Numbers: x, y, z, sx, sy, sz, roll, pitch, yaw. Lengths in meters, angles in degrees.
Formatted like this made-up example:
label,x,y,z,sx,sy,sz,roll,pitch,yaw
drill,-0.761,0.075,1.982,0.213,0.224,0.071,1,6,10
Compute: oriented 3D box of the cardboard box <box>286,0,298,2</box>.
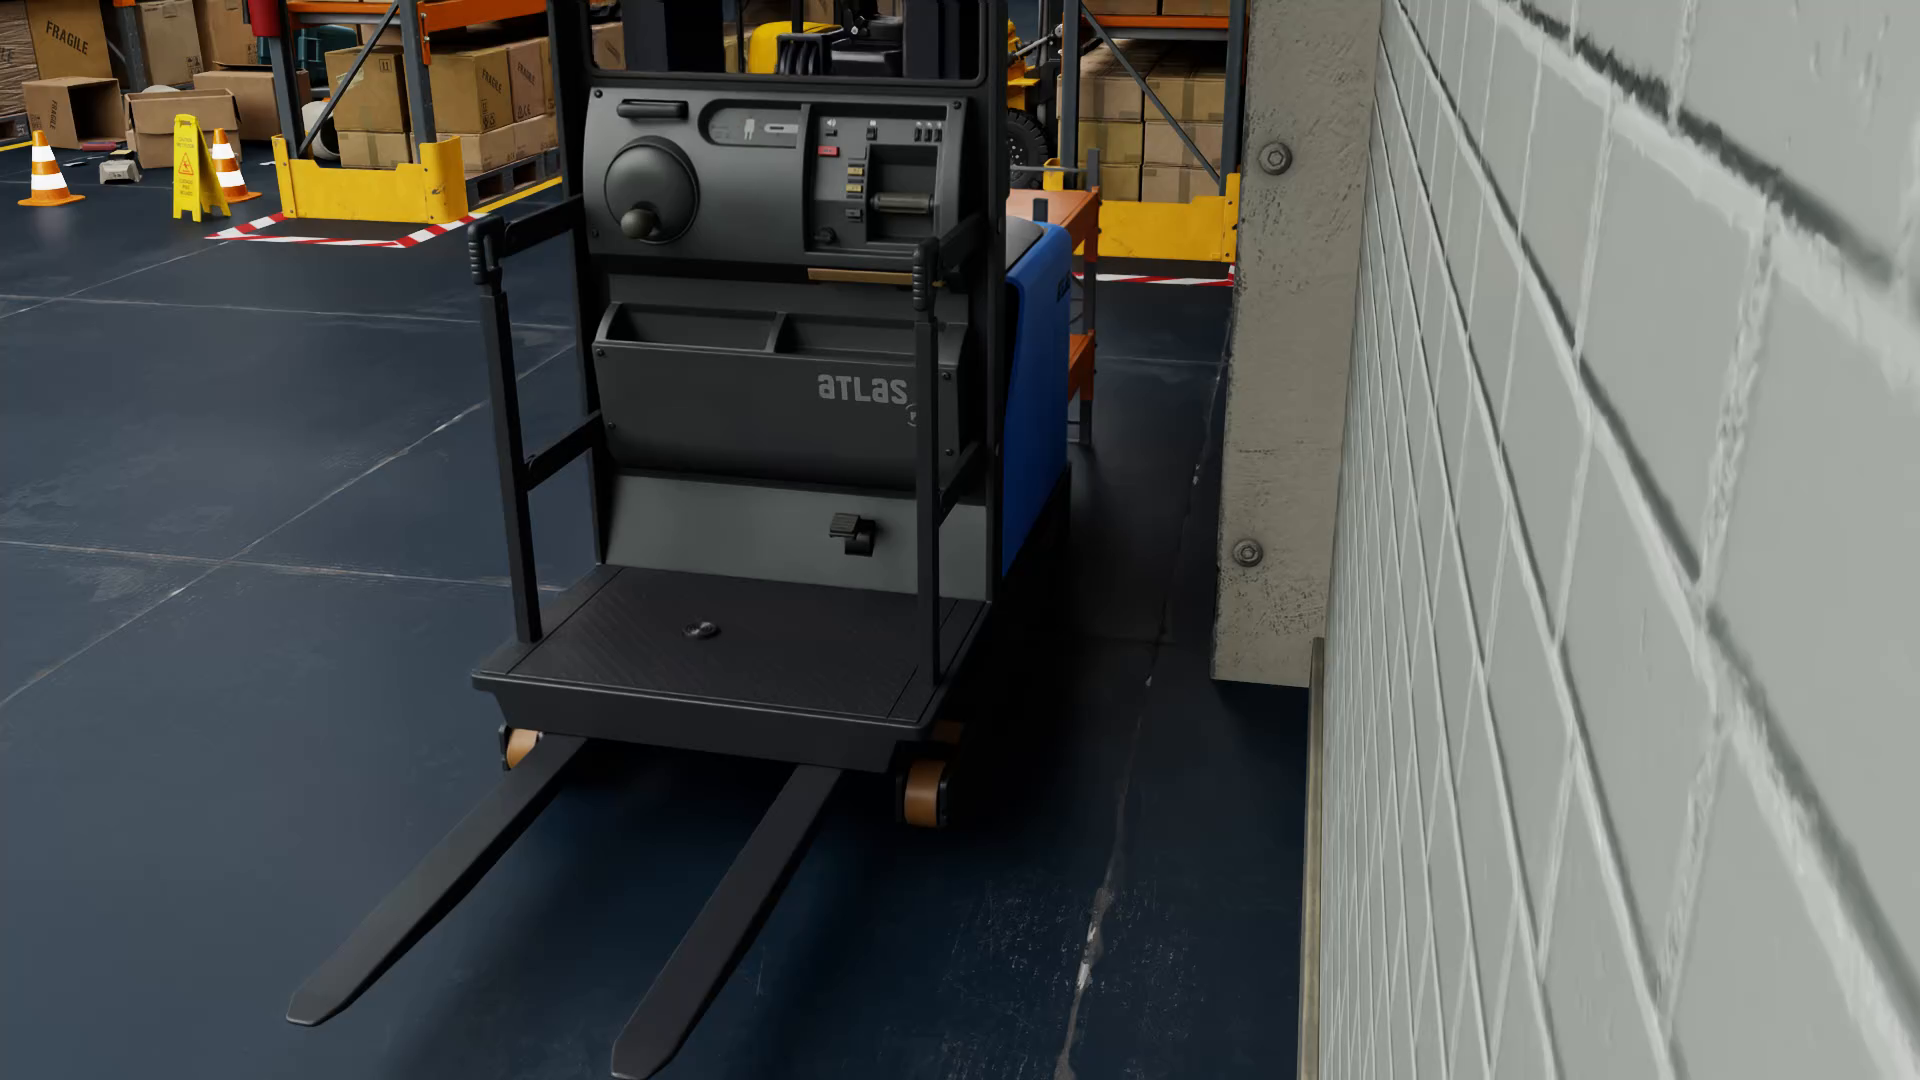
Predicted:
label,x,y,z,sx,sy,sz,roll,pitch,yaw
cardboard box,-7.403,-5.338,17.221,1.050,0.750,0.750,5,22,12

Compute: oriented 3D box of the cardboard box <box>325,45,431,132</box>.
label,x,y,z,sx,sy,sz,roll,pitch,yaw
cardboard box,-3.874,-3.036,11.172,0.500,0.500,0.500,5,22,11

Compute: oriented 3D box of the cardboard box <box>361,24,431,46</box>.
label,x,y,z,sx,sy,sz,roll,pitch,yaw
cardboard box,-3.865,-3.477,11.396,0.380,0.149,0.250,5,22,12

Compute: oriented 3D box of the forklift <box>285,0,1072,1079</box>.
label,x,y,z,sx,sy,sz,roll,pitch,yaw
forklift,-0.489,-0.843,3.704,1.130,2.935,3.031,5,23,13

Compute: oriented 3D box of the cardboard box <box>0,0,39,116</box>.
label,x,y,z,sx,sy,sz,roll,pitch,yaw
cardboard box,-8.209,-3.914,13.518,0.875,0.875,0.875,5,22,11

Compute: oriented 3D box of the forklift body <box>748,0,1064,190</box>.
label,x,y,z,sx,sy,sz,roll,pitch,yaw
forklift body,-0.321,-3.518,11.389,2.313,2.155,1.214,4,22,11

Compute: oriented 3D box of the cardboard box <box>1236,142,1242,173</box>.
label,x,y,z,sx,sy,sz,roll,pitch,yaw
cardboard box,1.499,-2.346,10.461,0.500,0.250,0.500,5,22,11

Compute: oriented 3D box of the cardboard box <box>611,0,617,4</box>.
label,x,y,z,sx,sy,sz,roll,pitch,yaw
cardboard box,-5.378,-8.120,24.934,0.380,0.149,0.250,4,22,11

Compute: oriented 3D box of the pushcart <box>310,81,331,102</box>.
label,x,y,z,sx,sy,sz,roll,pitch,yaw
pushcart,-5.208,-3.858,14.608,1.648,0.377,0.936,-3,22,-8

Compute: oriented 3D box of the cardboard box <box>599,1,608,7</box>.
label,x,y,z,sx,sy,sz,roll,pitch,yaw
cardboard box,-5.407,-7.931,24.464,0.380,0.149,0.250,3,22,9

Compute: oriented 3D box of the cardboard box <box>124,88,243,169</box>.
label,x,y,z,sx,sy,sz,roll,pitch,yaw
cardboard box,-5.902,-3.134,12.640,0.797,0.503,0.637,-11,25,-26

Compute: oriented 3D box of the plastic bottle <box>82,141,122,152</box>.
label,x,y,z,sx,sy,sz,roll,pitch,yaw
plastic bottle,-6.806,-3.129,13.222,0.283,0.061,0.133,-3,22,-8

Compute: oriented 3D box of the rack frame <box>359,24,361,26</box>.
label,x,y,z,sx,sy,sz,roll,pitch,yaw
rack frame,-7.016,-6.722,18.209,1.000,3.000,0.127,4,22,11

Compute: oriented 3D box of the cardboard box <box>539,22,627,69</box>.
label,x,y,z,sx,sy,sz,roll,pitch,yaw
cardboard box,-2.926,-3.763,12.977,0.500,0.500,0.500,5,22,12

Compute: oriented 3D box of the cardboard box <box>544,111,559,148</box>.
label,x,y,z,sx,sy,sz,roll,pitch,yaw
cardboard box,-3.136,-3.036,12.175,0.500,0.250,0.500,6,23,15

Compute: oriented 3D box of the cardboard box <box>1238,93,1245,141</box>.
label,x,y,z,sx,sy,sz,roll,pitch,yaw
cardboard box,1.586,-2.758,10.816,0.500,0.250,0.500,5,22,12

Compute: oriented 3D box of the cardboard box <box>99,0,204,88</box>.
label,x,y,z,sx,sy,sz,roll,pitch,yaw
cardboard box,-7.794,-4.645,15.500,1.050,0.750,0.750,4,22,11

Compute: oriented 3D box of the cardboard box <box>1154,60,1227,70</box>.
label,x,y,z,sx,sy,sz,roll,pitch,yaw
cardboard box,1.460,-2.807,10.267,0.500,0.250,0.500,4,22,11

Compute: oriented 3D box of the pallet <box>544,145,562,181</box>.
label,x,y,z,sx,sy,sz,roll,pitch,yaw
pallet,-3.315,-2.930,12.525,1.003,0.211,1.213,4,22,11

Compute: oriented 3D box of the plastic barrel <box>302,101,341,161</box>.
label,x,y,z,sx,sy,sz,roll,pitch,yaw
plastic barrel,-4.843,-3.132,12.743,0.421,0.421,0.512,-16,27,-35

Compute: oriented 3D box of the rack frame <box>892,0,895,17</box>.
label,x,y,z,sx,sy,sz,roll,pitch,yaw
rack frame,-1.333,-7.845,20.997,1.000,3.000,0.127,4,22,11

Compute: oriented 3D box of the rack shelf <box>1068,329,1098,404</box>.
label,x,y,z,sx,sy,sz,roll,pitch,yaw
rack shelf,0.146,-0.511,5.950,0.538,0.278,1.000,5,23,13

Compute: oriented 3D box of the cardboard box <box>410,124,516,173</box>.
label,x,y,z,sx,sy,sz,roll,pitch,yaw
cardboard box,-3.347,-2.649,11.215,0.500,0.250,0.500,4,22,10

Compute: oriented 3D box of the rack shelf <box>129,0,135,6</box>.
label,x,y,z,sx,sy,sz,roll,pitch,yaw
rack shelf,-7.424,-5.657,16.528,1.077,0.370,4.000,4,22,11

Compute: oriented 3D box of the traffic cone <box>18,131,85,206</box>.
label,x,y,z,sx,sy,sz,roll,pitch,yaw
traffic cone,-6.113,-2.495,11.109,0.336,0.463,0.334,4,22,11

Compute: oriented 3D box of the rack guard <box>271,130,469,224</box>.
label,x,y,z,sx,sy,sz,roll,pitch,yaw
rack guard,-3.766,-2.324,10.636,1.175,0.500,0.348,4,22,11

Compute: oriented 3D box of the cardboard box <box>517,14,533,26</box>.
label,x,y,z,sx,sy,sz,roll,pitch,yaw
cardboard box,-3.538,-4.063,12.852,0.380,0.149,0.250,5,23,13

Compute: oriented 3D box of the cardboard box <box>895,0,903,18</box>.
label,x,y,z,sx,sy,sz,roll,pitch,yaw
cardboard box,-1.100,-7.073,21.947,0.875,0.438,0.875,4,22,10

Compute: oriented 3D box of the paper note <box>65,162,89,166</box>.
label,x,y,z,sx,sy,sz,roll,pitch,yaw
paper note,-6.675,-2.847,12.564,0.144,0.017,0.142,13,25,29

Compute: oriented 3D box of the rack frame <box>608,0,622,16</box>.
label,x,y,z,sx,sy,sz,roll,pitch,yaw
rack frame,-2.966,-4.919,13.732,1.000,3.000,0.127,4,22,11

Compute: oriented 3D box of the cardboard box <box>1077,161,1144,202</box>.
label,x,y,z,sx,sy,sz,roll,pitch,yaw
cardboard box,0.865,-2.194,10.085,0.500,0.250,0.500,5,22,11

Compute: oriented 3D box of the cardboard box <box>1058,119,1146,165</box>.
label,x,y,z,sx,sy,sz,roll,pitch,yaw
cardboard box,0.871,-2.432,10.006,0.500,0.250,0.500,4,22,10

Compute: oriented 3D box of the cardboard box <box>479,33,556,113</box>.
label,x,y,z,sx,sy,sz,roll,pitch,yaw
cardboard box,-3.130,-3.380,12.026,0.500,0.500,0.500,5,22,12

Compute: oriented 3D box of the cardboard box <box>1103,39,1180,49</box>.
label,x,y,z,sx,sy,sz,roll,pitch,yaw
cardboard box,1.284,-3.403,11.748,0.500,0.250,0.500,5,23,13

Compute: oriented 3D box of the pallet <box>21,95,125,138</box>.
label,x,y,z,sx,sy,sz,roll,pitch,yaw
pallet,-8.064,-3.694,14.422,1.003,0.211,1.213,4,22,11

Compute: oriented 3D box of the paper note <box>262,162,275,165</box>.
label,x,y,z,sx,sy,sz,roll,pitch,yaw
paper note,-5.218,-2.870,12.634,0.148,0.019,0.142,13,25,29

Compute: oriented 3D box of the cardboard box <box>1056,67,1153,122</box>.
label,x,y,z,sx,sy,sz,roll,pitch,yaw
cardboard box,0.867,-2.655,9.889,0.500,0.250,0.500,5,23,13

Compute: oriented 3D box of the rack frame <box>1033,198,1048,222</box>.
label,x,y,z,sx,sy,sz,roll,pitch,yaw
rack frame,0.027,-0.553,5.400,0.500,1.125,0.032,5,23,13

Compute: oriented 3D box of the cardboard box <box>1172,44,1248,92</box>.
label,x,y,z,sx,sy,sz,roll,pitch,yaw
cardboard box,1.684,-3.176,11.183,0.500,0.250,0.500,4,22,10

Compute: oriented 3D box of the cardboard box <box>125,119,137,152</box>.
label,x,y,z,sx,sy,sz,roll,pitch,yaw
cardboard box,-6.380,-3.222,13.178,0.396,0.266,0.258,8,23,20

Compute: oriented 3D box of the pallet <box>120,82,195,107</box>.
label,x,y,z,sx,sy,sz,roll,pitch,yaw
pallet,-7.749,-4.254,15.813,1.003,0.211,1.213,4,22,11

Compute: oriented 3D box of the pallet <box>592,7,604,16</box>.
label,x,y,z,sx,sy,sz,roll,pitch,yaw
pallet,-5.851,-7.588,24.090,1.003,0.211,1.213,4,22,11

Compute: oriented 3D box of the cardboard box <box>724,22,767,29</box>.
label,x,y,z,sx,sy,sz,roll,pitch,yaw
cardboard box,-2.275,-5.152,17.265,0.950,0.372,0.625,3,22,7

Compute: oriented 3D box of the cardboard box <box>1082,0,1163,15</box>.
label,x,y,z,sx,sy,sz,roll,pitch,yaw
cardboard box,0.921,-3.326,9.641,0.500,0.500,0.500,4,22,10

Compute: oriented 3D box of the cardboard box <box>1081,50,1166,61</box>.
label,x,y,z,sx,sy,sz,roll,pitch,yaw
cardboard box,1.058,-3.027,10.814,0.500,0.250,0.500,5,22,12

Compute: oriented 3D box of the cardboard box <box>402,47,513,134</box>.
label,x,y,z,sx,sy,sz,roll,pitch,yaw
cardboard box,-3.342,-3.006,11.097,0.500,0.500,0.500,4,22,9

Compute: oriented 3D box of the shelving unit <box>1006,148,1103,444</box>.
label,x,y,z,sx,sy,sz,roll,pitch,yaw
shelving unit,0.146,-0.738,5.859,0.538,1.125,1.048,5,23,13

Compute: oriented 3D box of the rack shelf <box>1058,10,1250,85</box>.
label,x,y,z,sx,sy,sz,roll,pitch,yaw
rack shelf,1.486,-3.477,11.114,1.077,0.370,4.000,4,22,11

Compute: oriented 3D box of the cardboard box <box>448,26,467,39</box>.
label,x,y,z,sx,sy,sz,roll,pitch,yaw
cardboard box,-3.755,-3.664,11.863,0.380,0.149,0.250,5,23,13

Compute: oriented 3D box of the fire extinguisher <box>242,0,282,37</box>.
label,x,y,z,sx,sy,sz,roll,pitch,yaw
fire extinguisher,-4.256,-3.414,10.097,0.296,0.674,0.183,4,22,11

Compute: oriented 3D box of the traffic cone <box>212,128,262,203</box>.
label,x,y,z,sx,sy,sz,roll,pitch,yaw
traffic cone,-4.957,-2.535,11.208,0.336,0.463,0.334,4,22,11

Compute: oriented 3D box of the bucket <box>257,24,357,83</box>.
label,x,y,z,sx,sy,sz,roll,pitch,yaw
bucket,-5.603,-4.221,14.345,0.726,0.611,0.620,13,15,29

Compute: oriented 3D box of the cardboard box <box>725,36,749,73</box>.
label,x,y,z,sx,sy,sz,roll,pitch,yaw
cardboard box,-2.578,-4.605,15.906,0.950,0.372,0.625,5,23,13

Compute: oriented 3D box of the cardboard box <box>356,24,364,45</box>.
label,x,y,z,sx,sy,sz,roll,pitch,yaw
cardboard box,-6.622,-5.997,19.192,0.500,0.500,0.500,4,22,9

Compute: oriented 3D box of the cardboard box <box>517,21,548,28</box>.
label,x,y,z,sx,sy,sz,roll,pitch,yaw
cardboard box,-3.448,-3.794,13.054,0.500,0.500,0.500,5,23,13

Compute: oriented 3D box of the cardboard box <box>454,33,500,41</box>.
label,x,y,z,sx,sy,sz,roll,pitch,yaw
cardboard box,-3.661,-3.411,12.103,0.500,0.500,0.500,4,22,10
